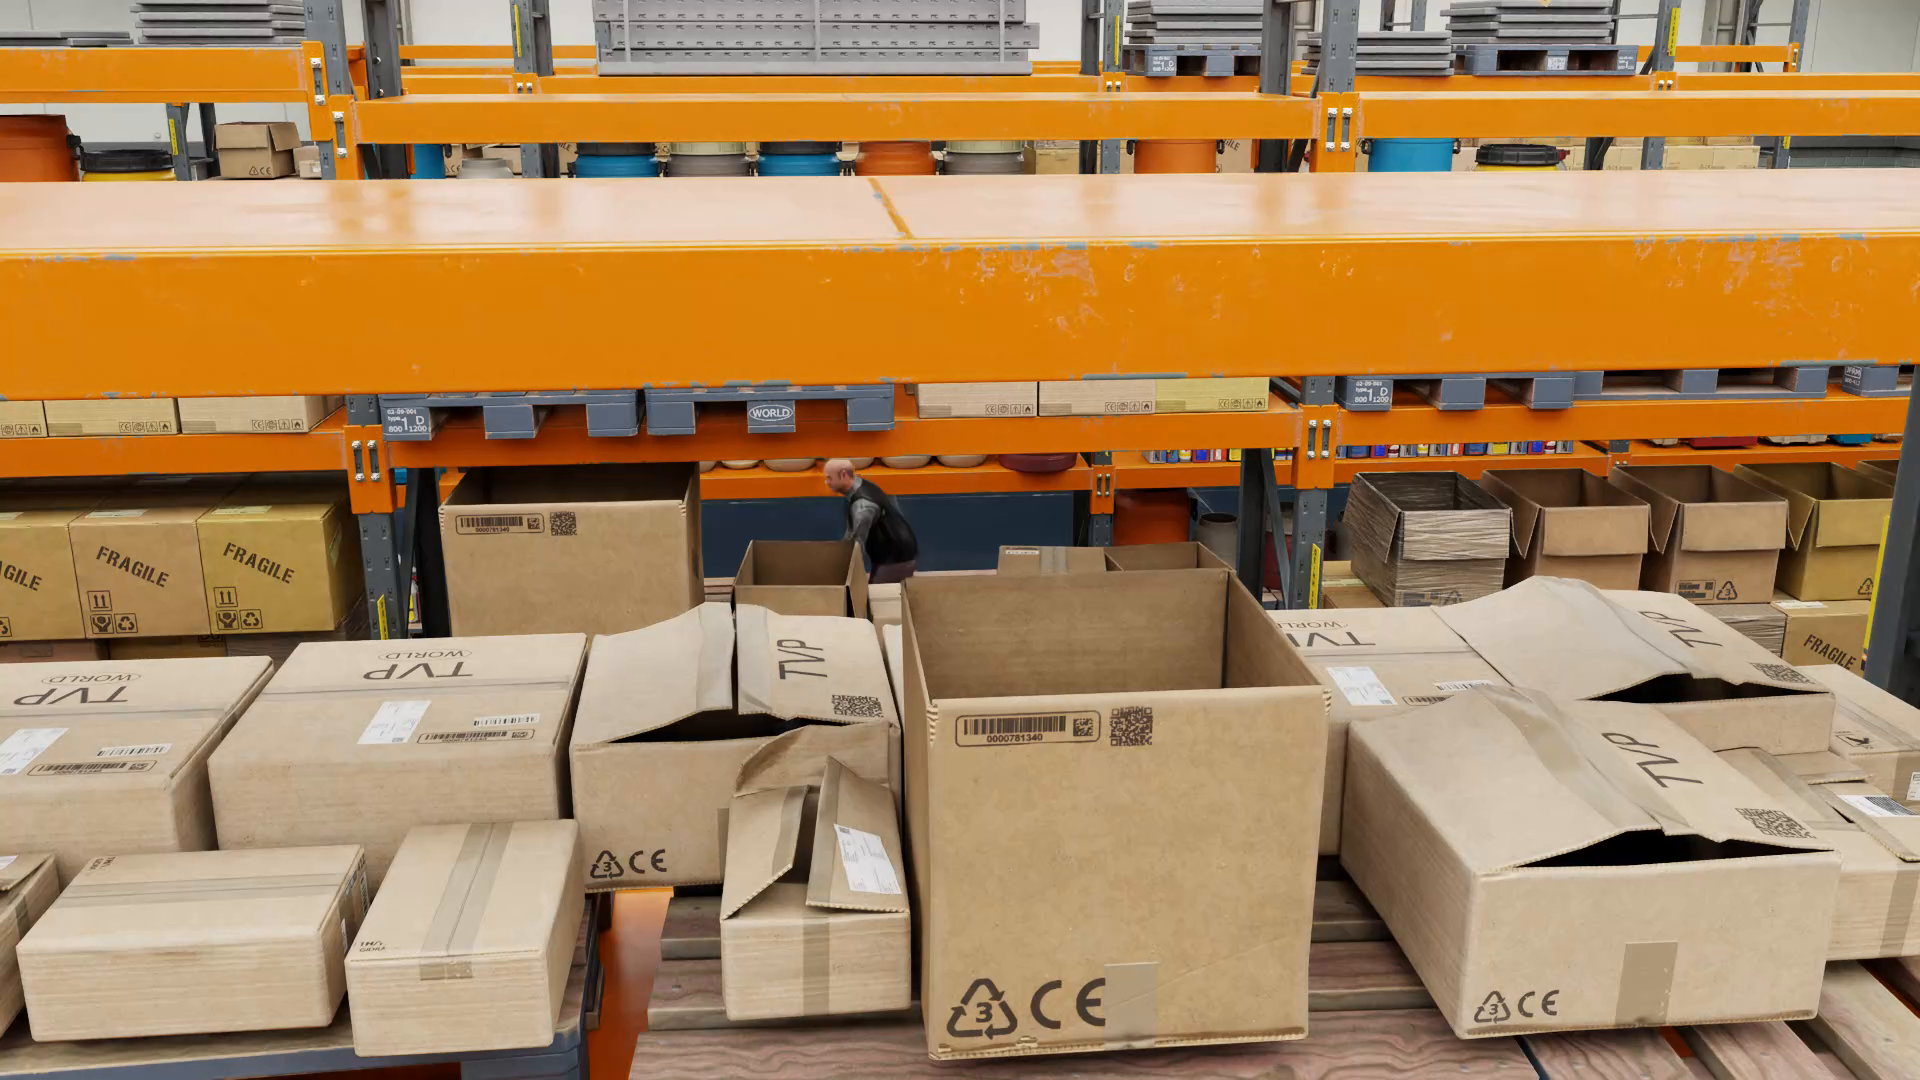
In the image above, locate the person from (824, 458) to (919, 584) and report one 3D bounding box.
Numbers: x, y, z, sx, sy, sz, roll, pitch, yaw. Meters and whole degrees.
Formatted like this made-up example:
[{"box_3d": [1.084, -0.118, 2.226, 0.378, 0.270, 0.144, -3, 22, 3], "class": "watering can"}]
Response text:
[{"box_3d": [-0.622, 0.192, 11.634, 0.622, 1.616, 0.475, -2, 17, -7], "class": "person"}]
